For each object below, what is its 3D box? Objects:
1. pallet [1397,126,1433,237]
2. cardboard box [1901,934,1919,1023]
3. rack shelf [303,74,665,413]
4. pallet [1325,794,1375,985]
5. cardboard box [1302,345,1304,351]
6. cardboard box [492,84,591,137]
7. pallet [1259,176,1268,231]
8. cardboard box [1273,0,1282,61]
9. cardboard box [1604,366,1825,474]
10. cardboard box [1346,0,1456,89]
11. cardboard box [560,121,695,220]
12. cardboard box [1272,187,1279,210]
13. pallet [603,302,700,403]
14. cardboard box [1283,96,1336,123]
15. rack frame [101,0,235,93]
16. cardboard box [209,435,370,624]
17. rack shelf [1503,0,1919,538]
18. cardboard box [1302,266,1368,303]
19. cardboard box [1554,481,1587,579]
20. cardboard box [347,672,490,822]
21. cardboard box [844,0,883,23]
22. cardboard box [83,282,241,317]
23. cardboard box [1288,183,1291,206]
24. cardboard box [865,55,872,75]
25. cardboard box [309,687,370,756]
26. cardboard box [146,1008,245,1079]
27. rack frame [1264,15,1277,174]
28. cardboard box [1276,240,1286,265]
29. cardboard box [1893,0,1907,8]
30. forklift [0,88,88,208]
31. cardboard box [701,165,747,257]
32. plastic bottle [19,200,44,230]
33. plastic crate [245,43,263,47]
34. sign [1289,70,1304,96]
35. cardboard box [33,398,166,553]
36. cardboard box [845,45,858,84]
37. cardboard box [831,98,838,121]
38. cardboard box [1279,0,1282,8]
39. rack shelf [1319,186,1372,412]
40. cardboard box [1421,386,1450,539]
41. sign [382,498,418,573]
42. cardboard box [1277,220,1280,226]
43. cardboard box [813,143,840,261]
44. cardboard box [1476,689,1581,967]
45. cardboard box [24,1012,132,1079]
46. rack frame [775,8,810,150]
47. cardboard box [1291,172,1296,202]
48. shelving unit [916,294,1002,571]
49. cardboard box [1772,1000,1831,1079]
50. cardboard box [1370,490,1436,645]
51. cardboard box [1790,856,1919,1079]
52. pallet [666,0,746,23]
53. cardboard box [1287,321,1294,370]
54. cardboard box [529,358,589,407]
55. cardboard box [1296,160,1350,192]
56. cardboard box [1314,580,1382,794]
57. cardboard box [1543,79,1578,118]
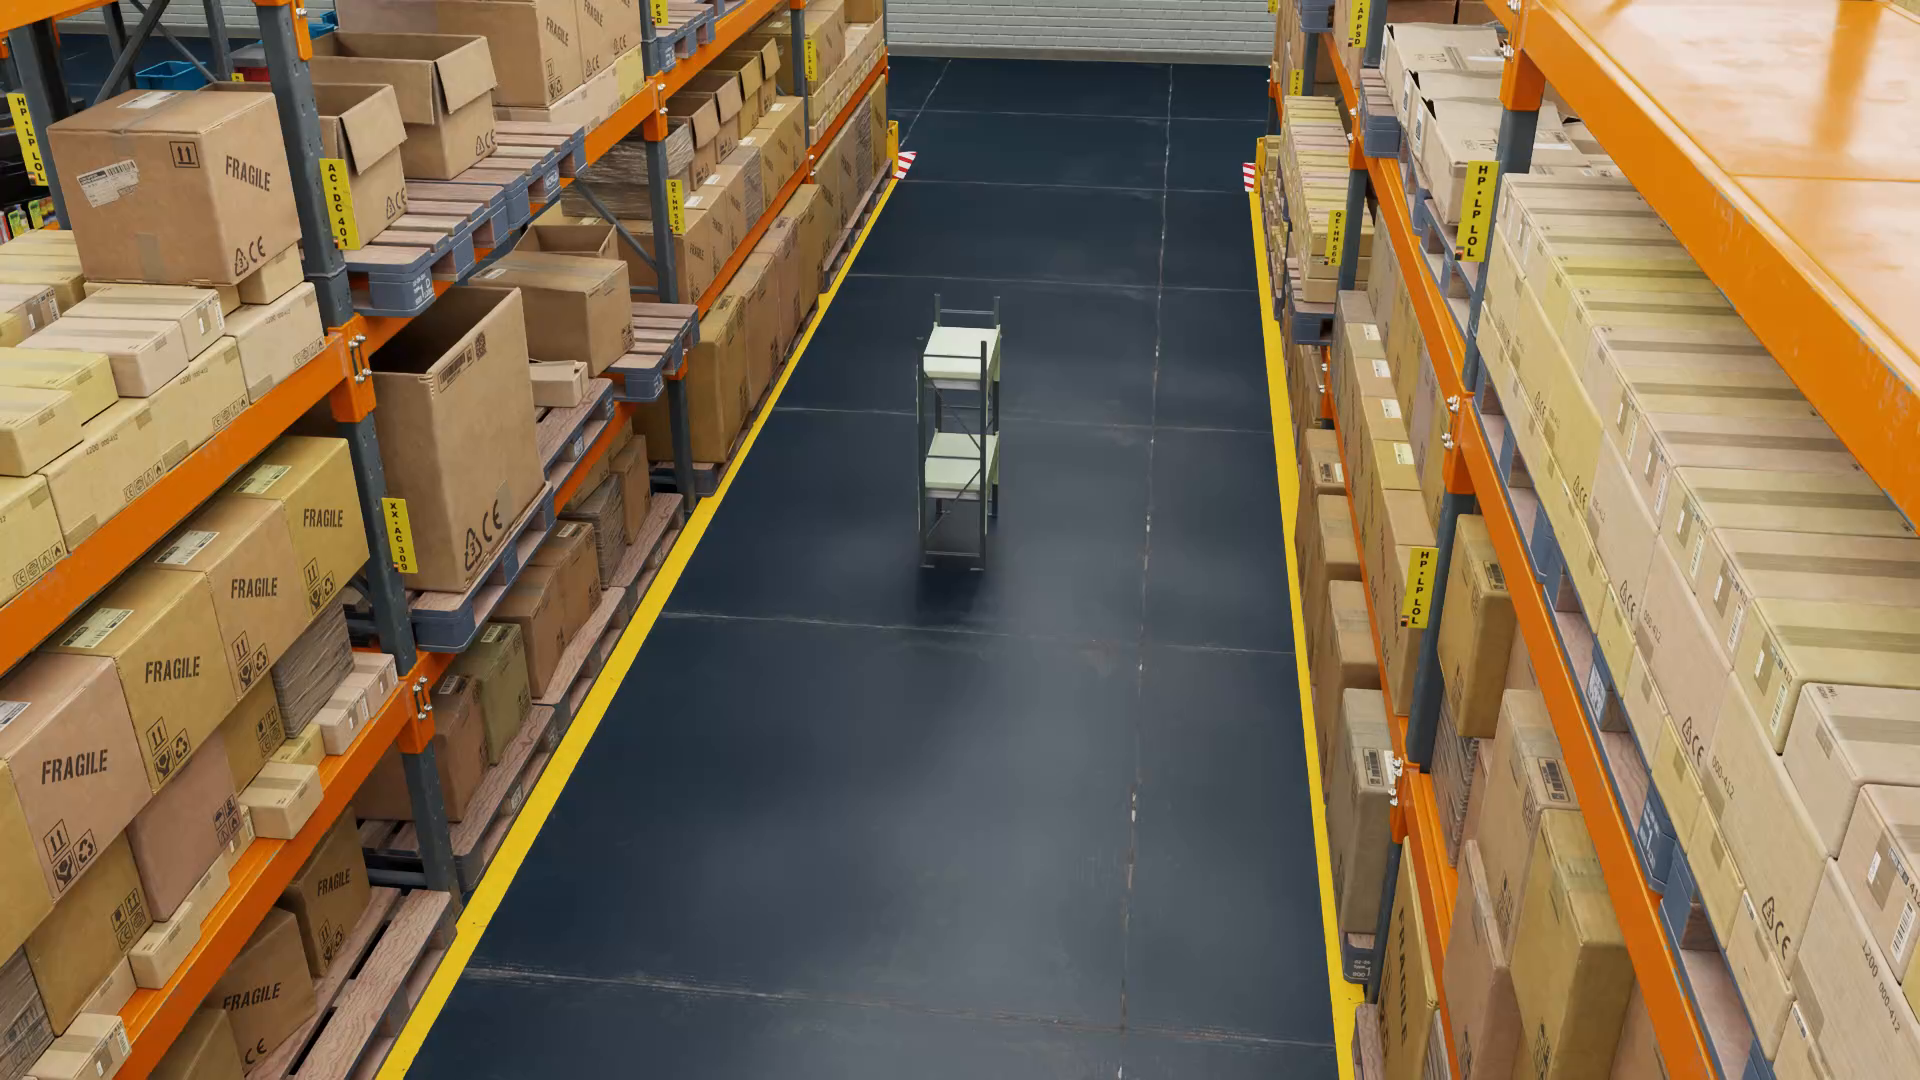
[{"bbox_3d":[2.509,-1.614,7.412,1.003,0.211,1.213,5,29,9],"label":"pallet"},{"bbox_3d":[1.394,0.588,2.001,0.380,0.149,0.250,4,29,7],"label":"cardboard box"},{"bbox_3d":[-2.486,-1.608,7.959,1.077,0.370,4.000,3,28,6],"label":"rack shelf"},{"bbox_3d":[2.199,1.533,7.473,1.003,0.211,1.213,3,28,6],"label":"pallet"},{"bbox_3d":[2.622,-1.438,11.450,0.500,0.250,0.500,4,29,7],"label":"cardboard box"},{"bbox_3d":[-2.167,-2.091,8.257,0.500,0.250,0.500,4,29,8],"label":"cardboard box"},{"bbox_3d":[3.506,-3.331,16.503,1.003,0.211,1.213,3,28,6],"label":"pallet"},{"bbox_3d":[3.321,-4.955,16.158,0.500,0.500,0.500,5,29,9],"label":"cardboard box"},{"bbox_3d":[1.611,-0.249,3.554,0.380,0.149,0.250,3,28,6],"label":"cardboard box"},{"bbox_3d":[2.487,-2.858,9.416,0.500,0.500,0.500,3,28,6],"label":"cardboard box"},{"bbox_3d":[-2.135,-2.374,10.623,0.797,0.503,0.637,4,29,8],"label":"cardboard box"},{"bbox_3d":[3.032,-3.085,15.041,0.380,0.149,0.250,2,28,4],"label":"cardboard box"},{"bbox_3d":[-2.222,-1.119,9.659,1.213,0.211,1.003,3,28,6],"label":"pallet"},{"bbox_3d":[2.655,-3.270,12.644,0.380,0.149,0.250,5,29,9],"label":"cardboard box"},{"bbox_3d":[-6.666,-3.716,14.277,1.000,3.000,0.127,3,28,6],"label":"rack frame"},{"bbox_3d":[-2.513,-0.050,5.999,0.500,0.500,0.500,3,28,6],"label":"cardboard box"},{"bbox_3d":[1.934,-0.533,3.225,1.077,0.370,4.000,3,28,6],"label":"rack shelf"},{"bbox_3d":[2.274,-1.543,10.065,0.380,0.149,0.250,4,29,7],"label":"cardboard box"},{"bbox_3d":[1.643,-0.014,3.960,0.380,0.149,0.250,3,28,6],"label":"cardboard box"},{"bbox_3d":[-2.634,0.957,7.775,0.700,0.500,0.500,1,28,2],"label":"cardboard box"},{"bbox_3d":[-1.059,-5.461,16.571,0.500,0.500,0.500,4,29,7],"label":"cardboard box"},{"bbox_3d":[-2.607,-0.802,5.444,0.380,0.149,0.250,4,29,7],"label":"cardboard box"},{"bbox_3d":[2.500,-2.393,11.643,0.380,0.149,0.250,3,28,5],"label":"cardboard box"},{"bbox_3d":[-1.071,-4.655,16.285,0.380,0.149,0.250,4,29,7],"label":"cardboard box"},{"bbox_3d":[-2.506,0.684,6.375,0.380,0.149,0.250,3,28,6],"label":"cardboard box"},{"bbox_3d":[-2.880,2.006,5.849,0.500,0.500,0.500,1,28,2],"label":"cardboard box"},{"bbox_3d":[3.650,-4.975,16.614,1.000,3.000,0.127,3,28,6],"label":"rack frame"},{"bbox_3d":[2.903,-2.448,14.173,0.380,0.149,0.250,2,28,4],"label":"cardboard box"},{"bbox_3d":[8.041,-4.500,13.889,0.380,0.149,0.250,3,28,6],"label":"cardboard box"},{"bbox_3d":[-5.505,-1.187,9.654,3.031,2.935,1.130,20,34,33],"label":"forklift"},{"bbox_3d":[-1.791,-2.286,11.518,0.500,0.500,0.500,3,28,5],"label":"cardboard box"},{"bbox_3d":[-6.636,-2.353,11.871,0.061,0.283,0.133,3,28,6],"label":"plastic bottle"},{"bbox_3d":[-6.731,-4.693,16.205,0.416,0.233,0.300,3,28,6],"label":"plastic crate"},{"bbox_3d":[2.620,-3.501,12.966,0.100,0.325,0.005,3,28,6],"label":"sign"},{"bbox_3d":[-2.659,-0.202,4.749,0.500,0.250,0.500,3,28,6],"label":"cardboard box"},{"bbox_3d":[-1.241,-4.409,15.407,0.500,0.250,0.500,3,29,6],"label":"cardboard box"},{"bbox_3d":[-1.290,-3.809,14.715,0.380,0.149,0.250,3,28,5],"label":"cardboard box"},{"bbox_3d":[3.331,-5.394,15.919,0.500,0.500,0.500,3,28,6],"label":"cardboard box"},{"bbox_3d":[2.915,-1.834,11.543,1.077,0.370,4.000,3,28,6],"label":"rack shelf"},{"bbox_3d":[2.295,-0.287,6.753,0.700,0.500,0.500,3,28,5],"label":"cardboard box"},{"bbox_3d":[-2.191,-0.016,6.496,0.100,0.325,0.005,3,28,6],"label":"sign"},{"bbox_3d":[3.095,-2.833,15.200,0.380,0.149,0.250,4,29,7],"label":"cardboard box"},{"bbox_3d":[-1.590,-2.984,14.715,0.875,0.875,0.875,3,28,6],"label":"cardboard box"},{"bbox_3d":[1.945,0.816,4.569,0.875,0.550,0.550,3,28,6],"label":"cardboard box"},{"bbox_3d":[-2.669,1.510,4.841,0.380,0.149,0.250,3,28,6],"label":"cardboard box"},{"bbox_3d":[-1.751,-3.428,13.743,1.000,3.000,0.127,3,28,6],"label":"rack frame"},{"bbox_3d":[2.465,-2.403,11.347,0.380,0.149,0.250,3,28,5],"label":"cardboard box"},{"bbox_3d":[-0.001,-0.657,10.181,0.431,1.500,0.755,3,28,6],"label":"shelving unit"},{"bbox_3d":[1.425,0.823,2.407,0.380,0.149,0.250,4,29,7],"label":"cardboard box"},{"bbox_3d":[2.040,0.130,7.032,0.500,0.500,0.500,3,28,6],"label":"cardboard box"},{"bbox_3d":[1.472,0.695,2.223,0.500,0.250,0.500,4,29,7],"label":"cardboard box"},{"bbox_3d":[-2.080,-3.615,11.127,1.003,0.211,1.213,5,29,9],"label":"pallet"},{"bbox_3d":[2.743,-1.595,12.533,0.500,0.500,0.500,5,29,8],"label":"cardboard box"},{"bbox_3d":[-2.177,-0.870,8.694,0.396,0.266,0.258,3,28,5],"label":"cardboard box"},{"bbox_3d":[2.435,-2.412,11.051,0.380,0.149,0.250,5,29,9],"label":"cardboard box"},{"bbox_3d":[2.288,0.728,7.958,1.050,0.750,0.750,3,28,6],"label":"cardboard box"},{"bbox_3d":[2.734,-1.968,7.217,0.500,0.500,0.500,3,28,6],"label":"cardboard box"}]
